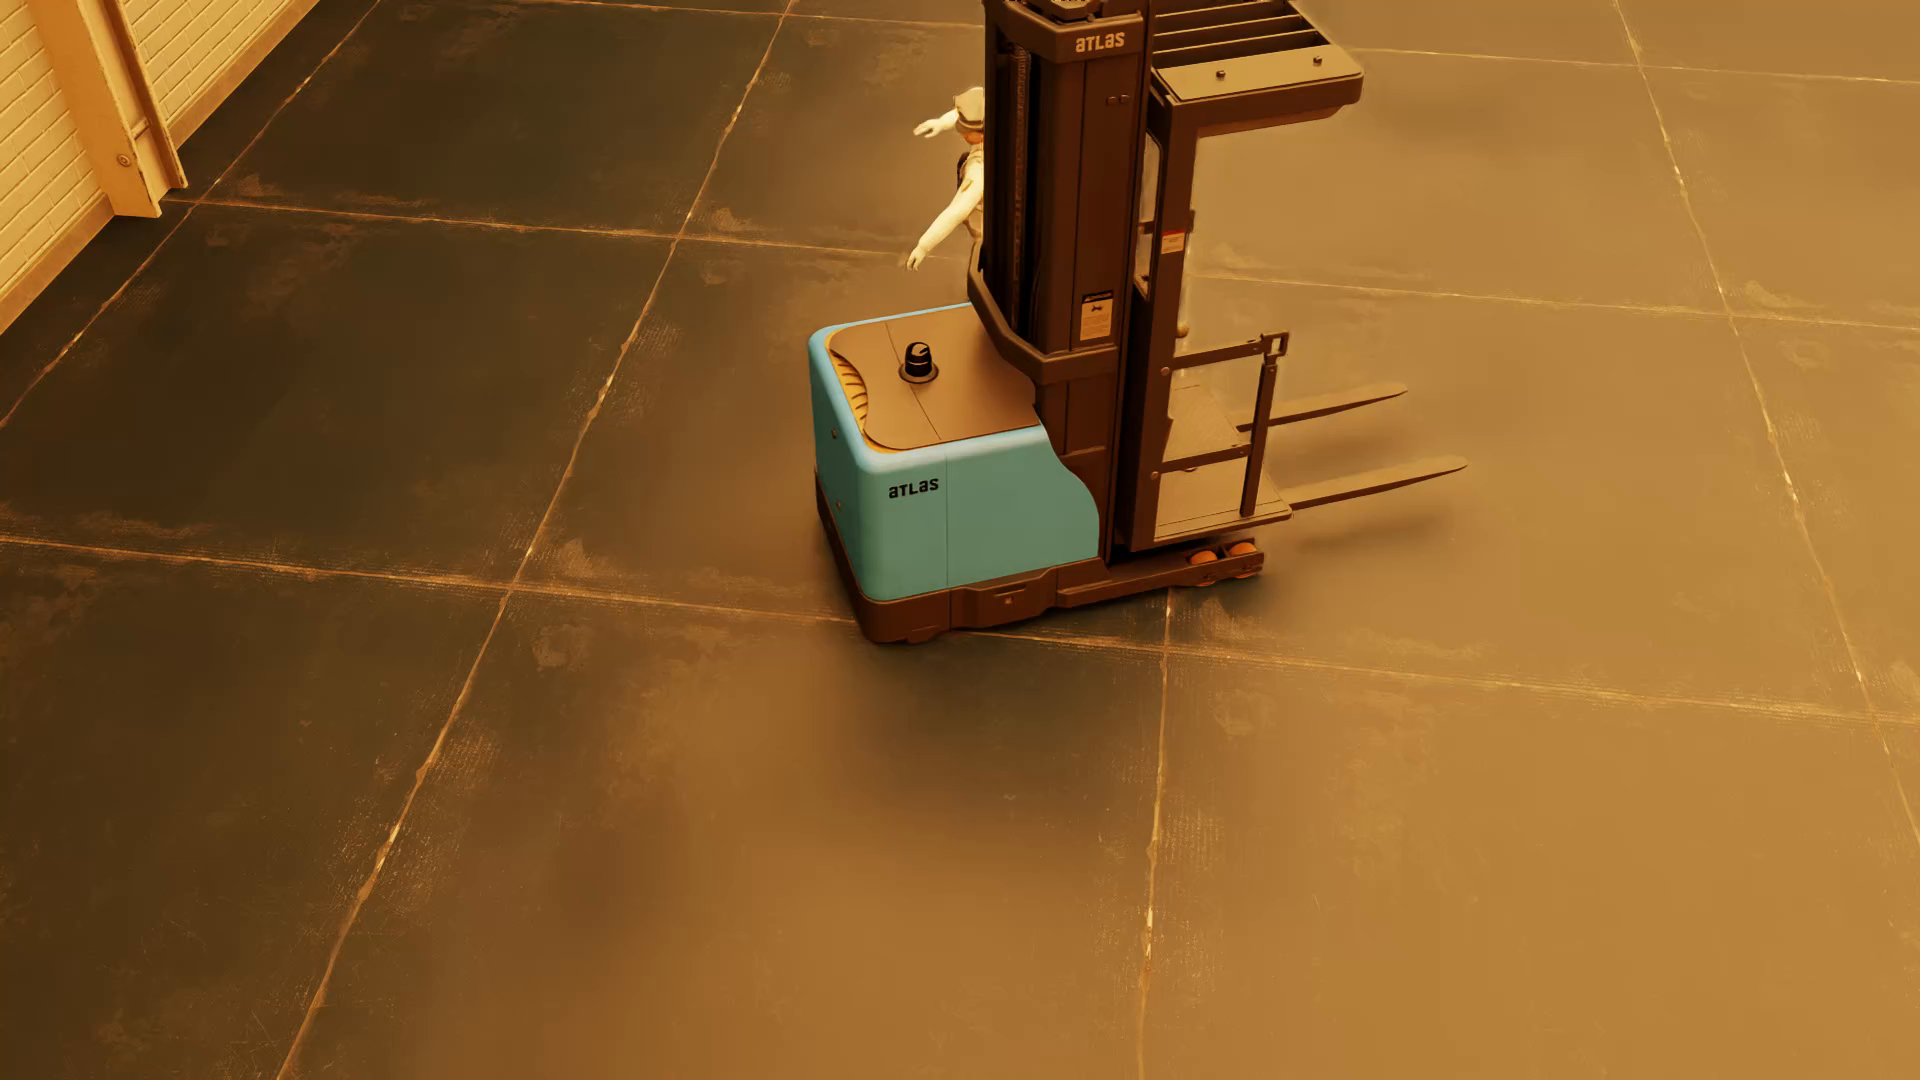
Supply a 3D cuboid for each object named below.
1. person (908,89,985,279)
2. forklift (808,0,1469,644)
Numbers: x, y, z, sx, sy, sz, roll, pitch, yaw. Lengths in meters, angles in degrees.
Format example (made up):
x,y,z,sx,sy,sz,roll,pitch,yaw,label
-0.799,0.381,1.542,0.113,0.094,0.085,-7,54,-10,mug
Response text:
x,y,z,sx,sy,sz,roll,pitch,yaw,label
0.029,-1.699,8.738,0.744,1.416,0.934,-9,43,-10,person
0.893,-1.196,7.027,3.031,2.935,1.130,-12,44,-12,forklift
